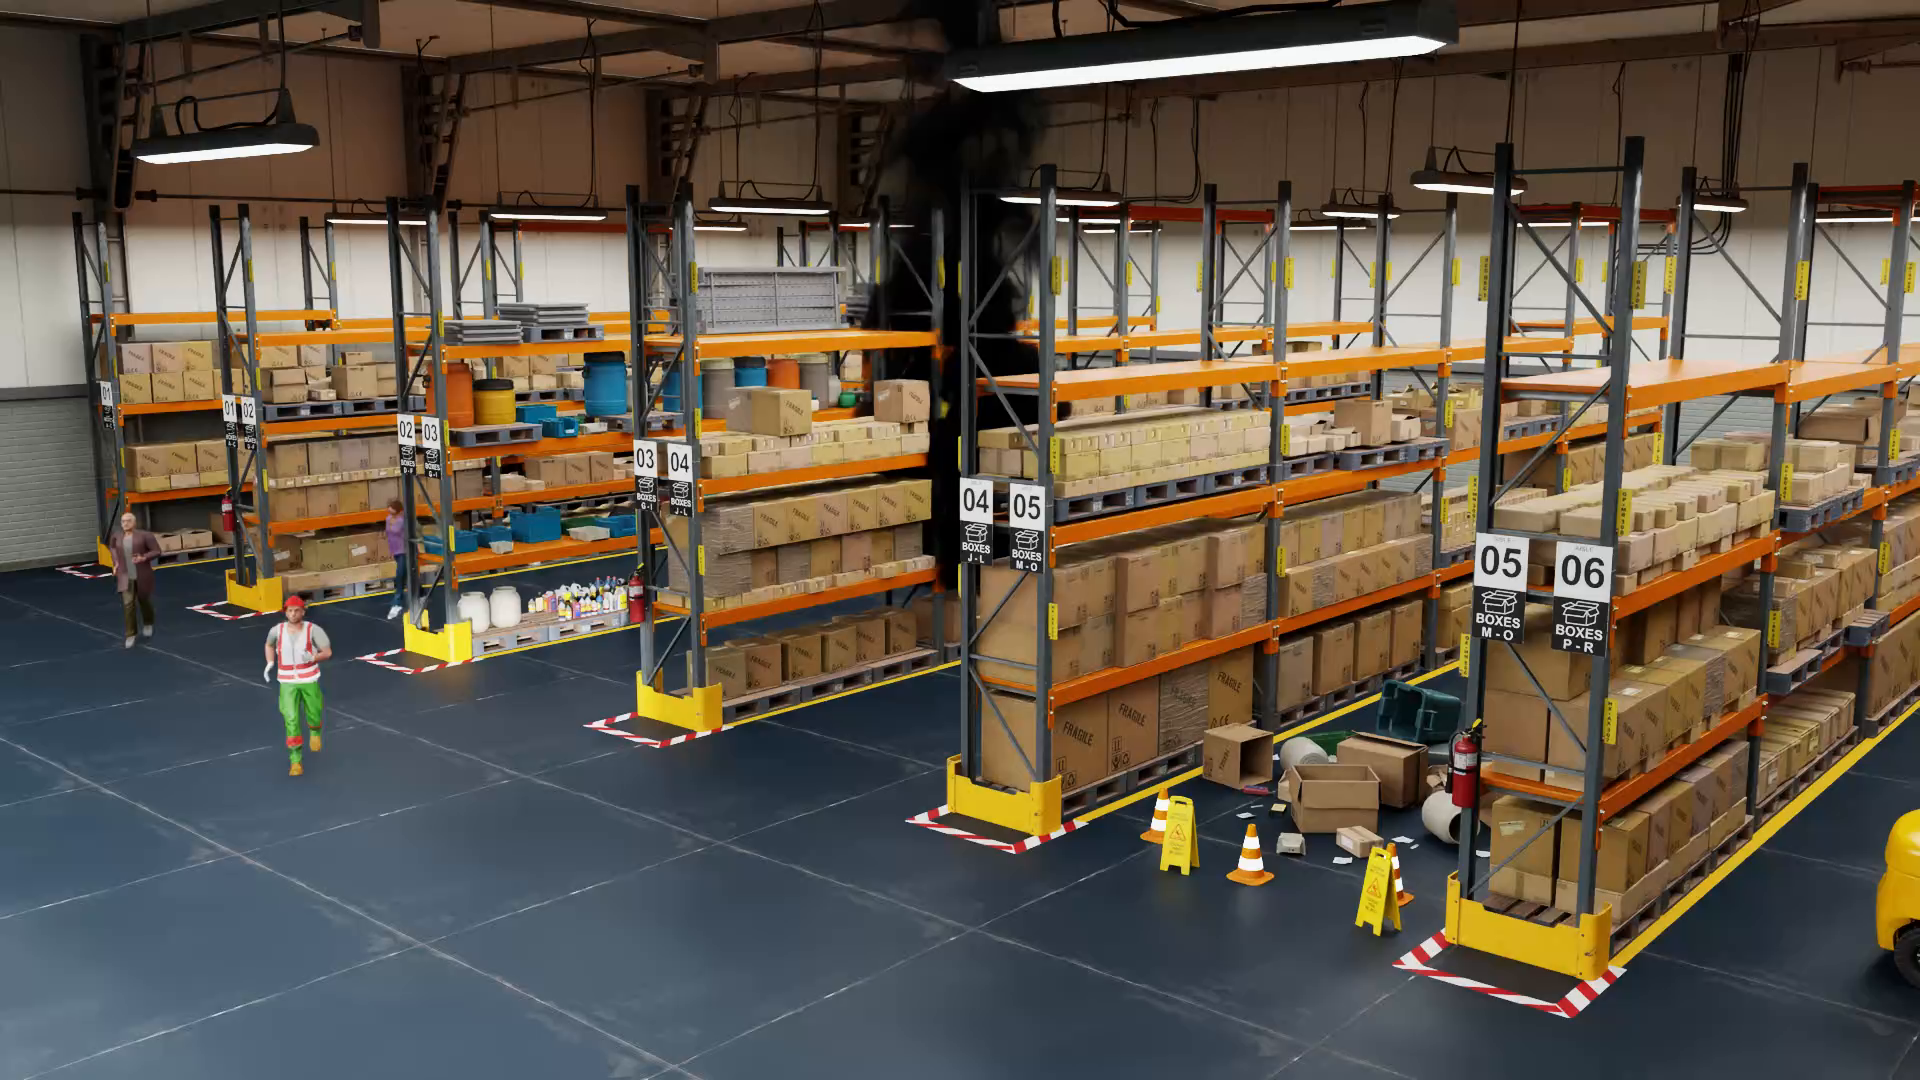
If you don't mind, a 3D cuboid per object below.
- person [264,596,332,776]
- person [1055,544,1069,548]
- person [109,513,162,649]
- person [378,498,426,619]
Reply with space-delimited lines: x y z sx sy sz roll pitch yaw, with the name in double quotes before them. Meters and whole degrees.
"person" -6.784 1.447 17.075 0.663 1.766 0.999 -3 10 -16
"person" 1.122 0.670 20.139 0.683 1.846 0.795 5 11 28
"person" -11.225 0.506 22.659 0.699 1.787 0.974 -2 10 -13
"person" -7.851 0.225 23.407 0.563 1.652 0.757 6 11 33
